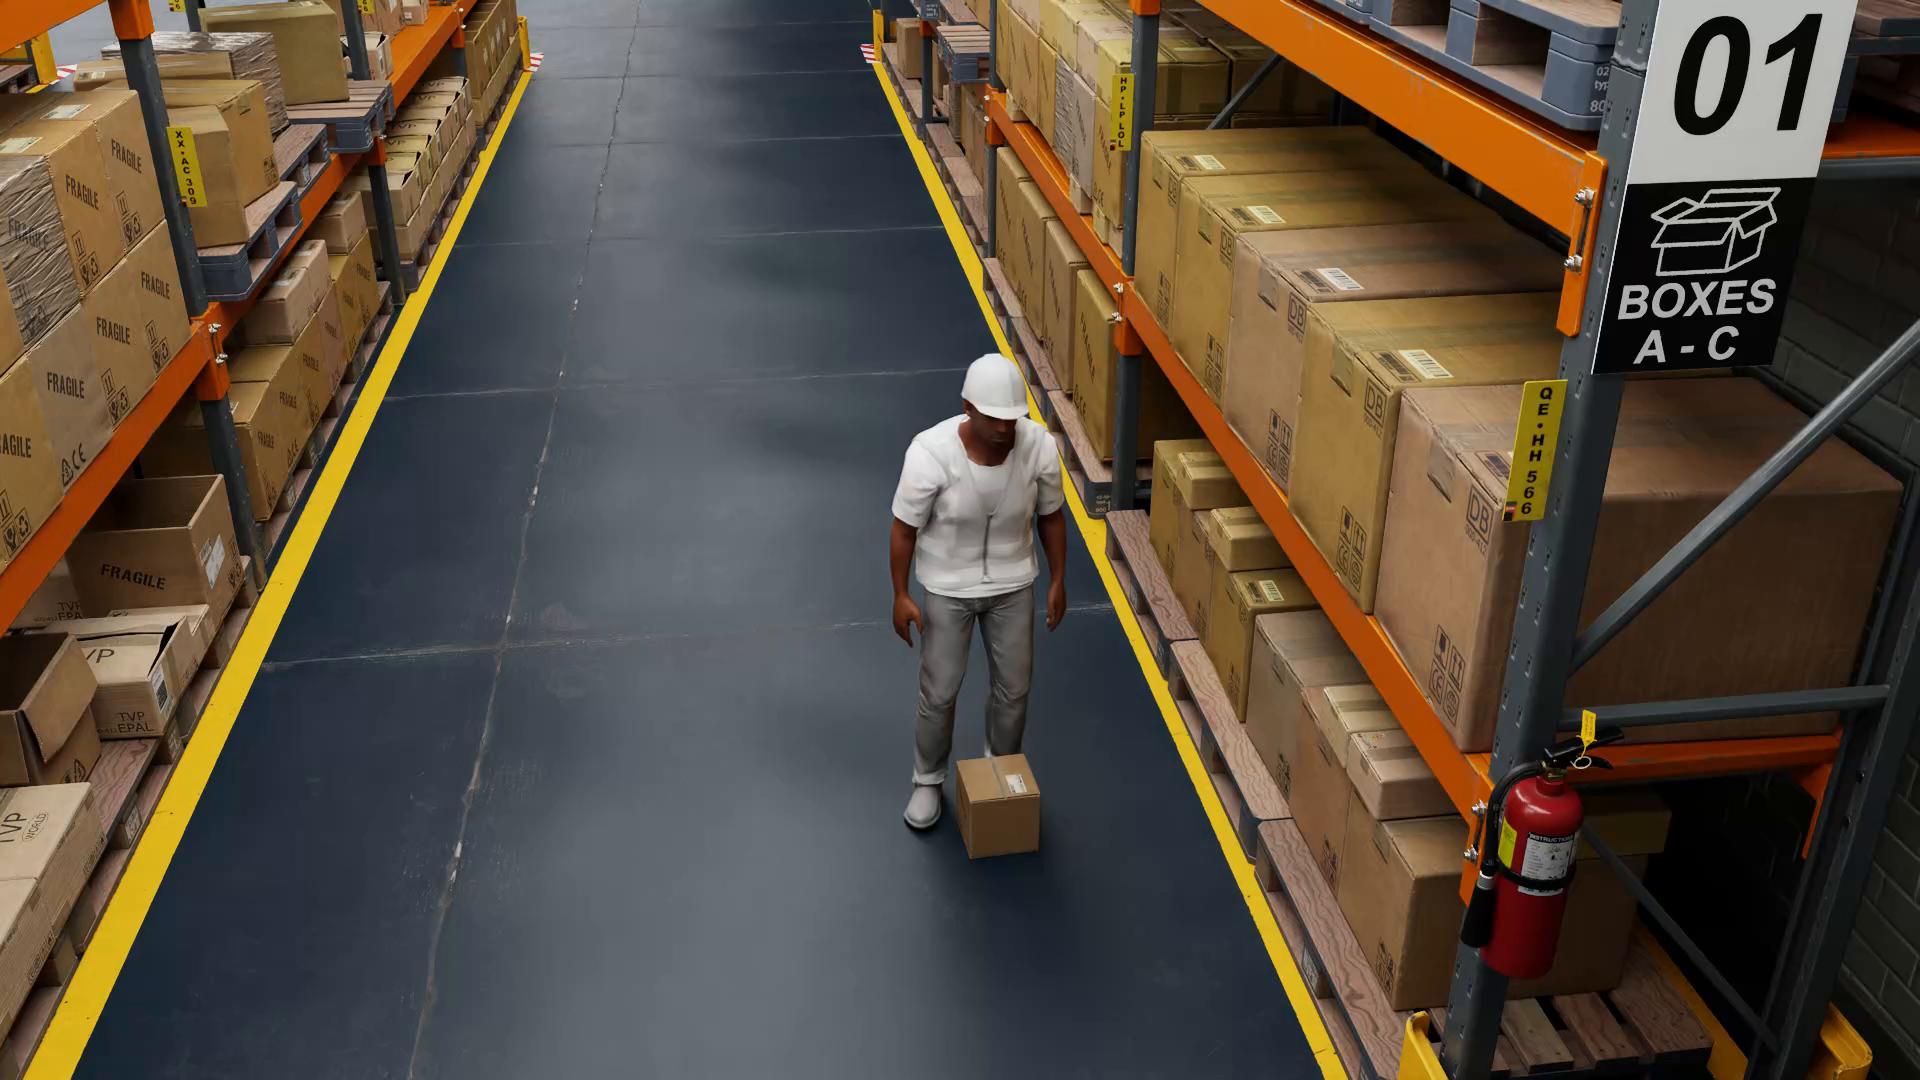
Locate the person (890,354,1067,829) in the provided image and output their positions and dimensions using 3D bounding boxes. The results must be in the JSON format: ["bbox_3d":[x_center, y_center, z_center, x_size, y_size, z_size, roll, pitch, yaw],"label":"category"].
[{"bbox_3d":[0.072,0.175,5.760,0.632,1.755,0.462,-6,28,-11],"label":"person"}]
